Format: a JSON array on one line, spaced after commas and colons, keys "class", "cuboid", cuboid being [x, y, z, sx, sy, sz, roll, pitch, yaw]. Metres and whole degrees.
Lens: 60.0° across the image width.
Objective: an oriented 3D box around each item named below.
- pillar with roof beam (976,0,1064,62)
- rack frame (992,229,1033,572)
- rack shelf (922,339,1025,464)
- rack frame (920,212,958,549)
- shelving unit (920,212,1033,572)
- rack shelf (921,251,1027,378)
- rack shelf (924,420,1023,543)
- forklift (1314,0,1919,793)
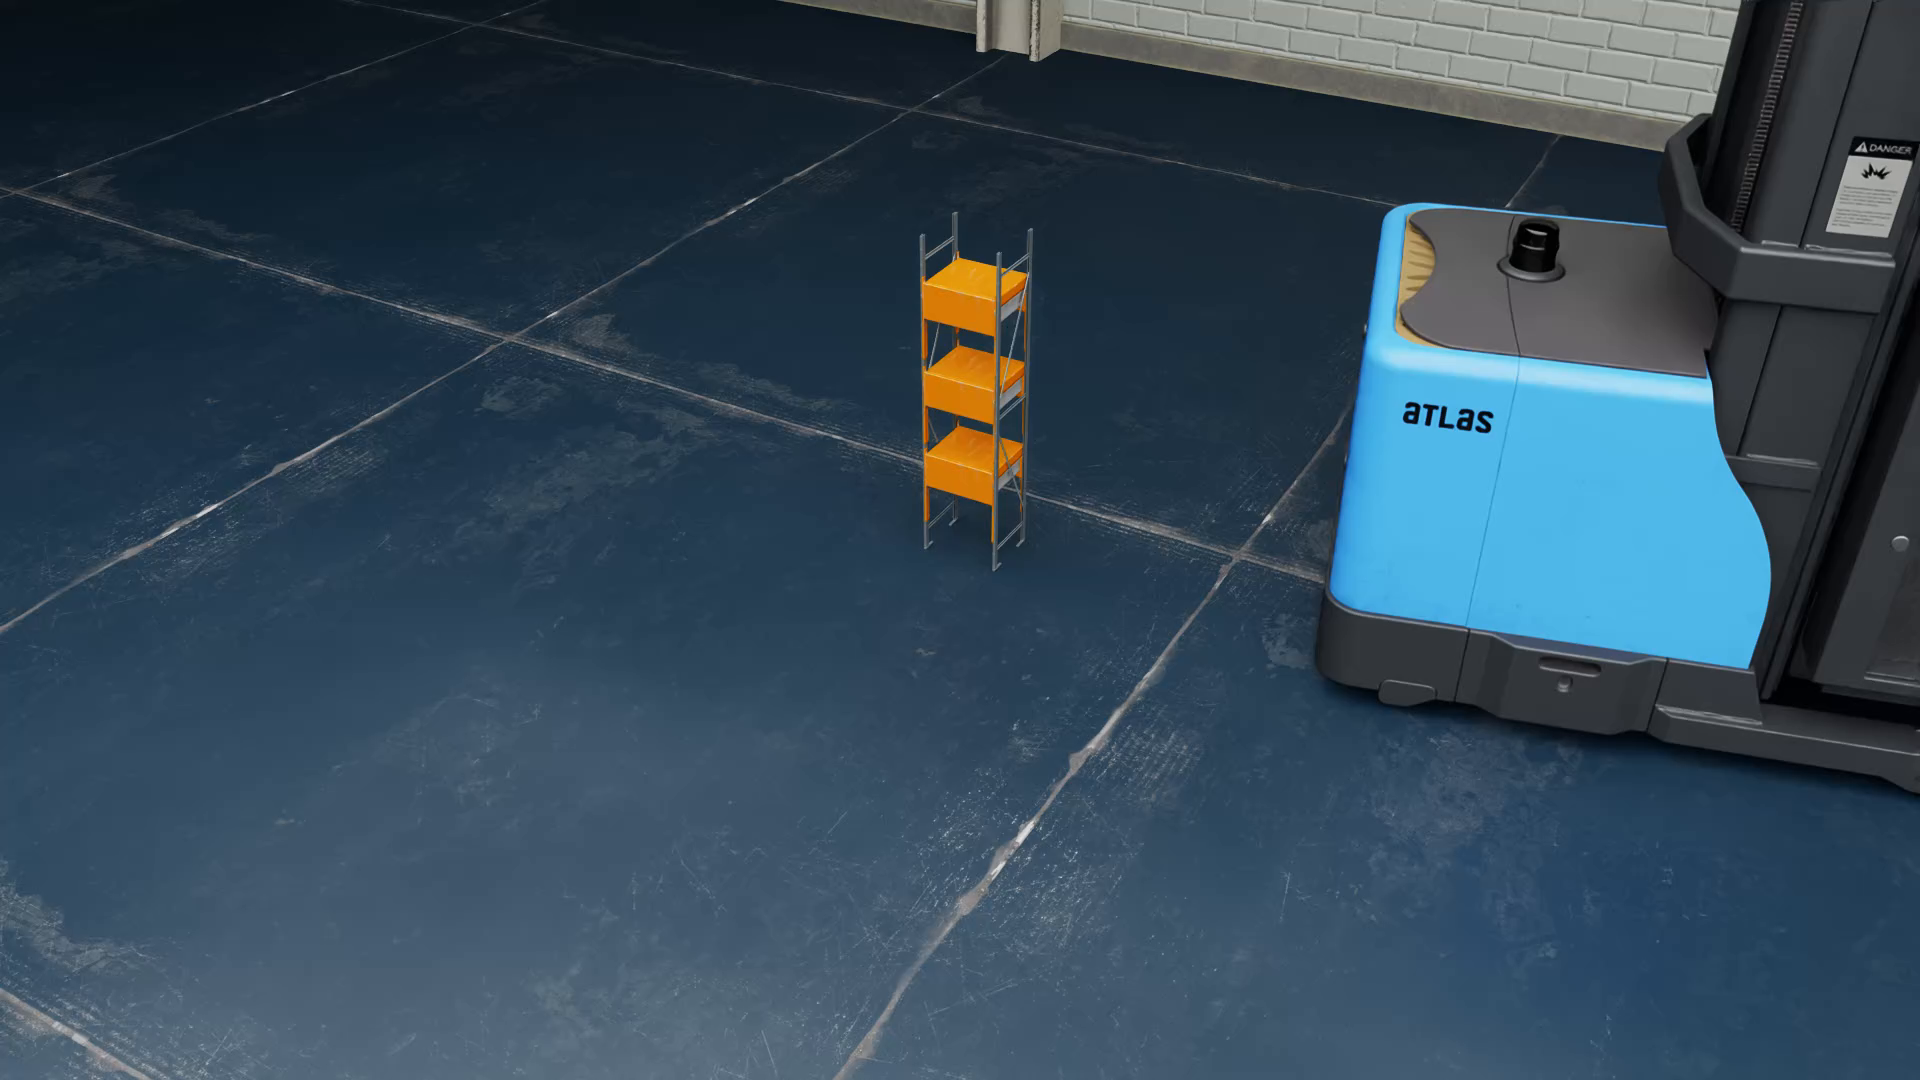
[{"class": "pillar with roof beam", "cuboid": [-1.800, -4.461, 3.830, 0.400, 9.000, 9.100, 18, 37, 24]}, {"class": "rack frame", "cuboid": [0.152, -0.389, 4.887, 0.008, 1.050, 0.200, 18, 37, 24]}, {"class": "rack shelf", "cuboid": [0.046, -0.413, 4.943, 0.240, 0.259, 0.215, 18, 37, 24]}, {"class": "rack frame", "cuboid": [-0.059, -0.456, 4.987, 0.008, 1.050, 0.200, 18, 37, 24]}, {"class": "shelving unit", "cuboid": [0.046, -0.422, 4.937, 0.252, 1.050, 0.215, 18, 37, 24]}, {"class": "rack shelf", "cuboid": [0.046, -0.650, 4.785, 0.240, 0.259, 0.215, 18, 37, 24]}, {"class": "rack shelf", "cuboid": [0.046, -0.182, 5.097, 0.240, 0.259, 0.215, 18, 37, 24]}, {"class": "forklift", "cuboid": [2.558, -0.843, 3.872, 3.031, 2.935, 1.130, 8, 35, 12]}]
